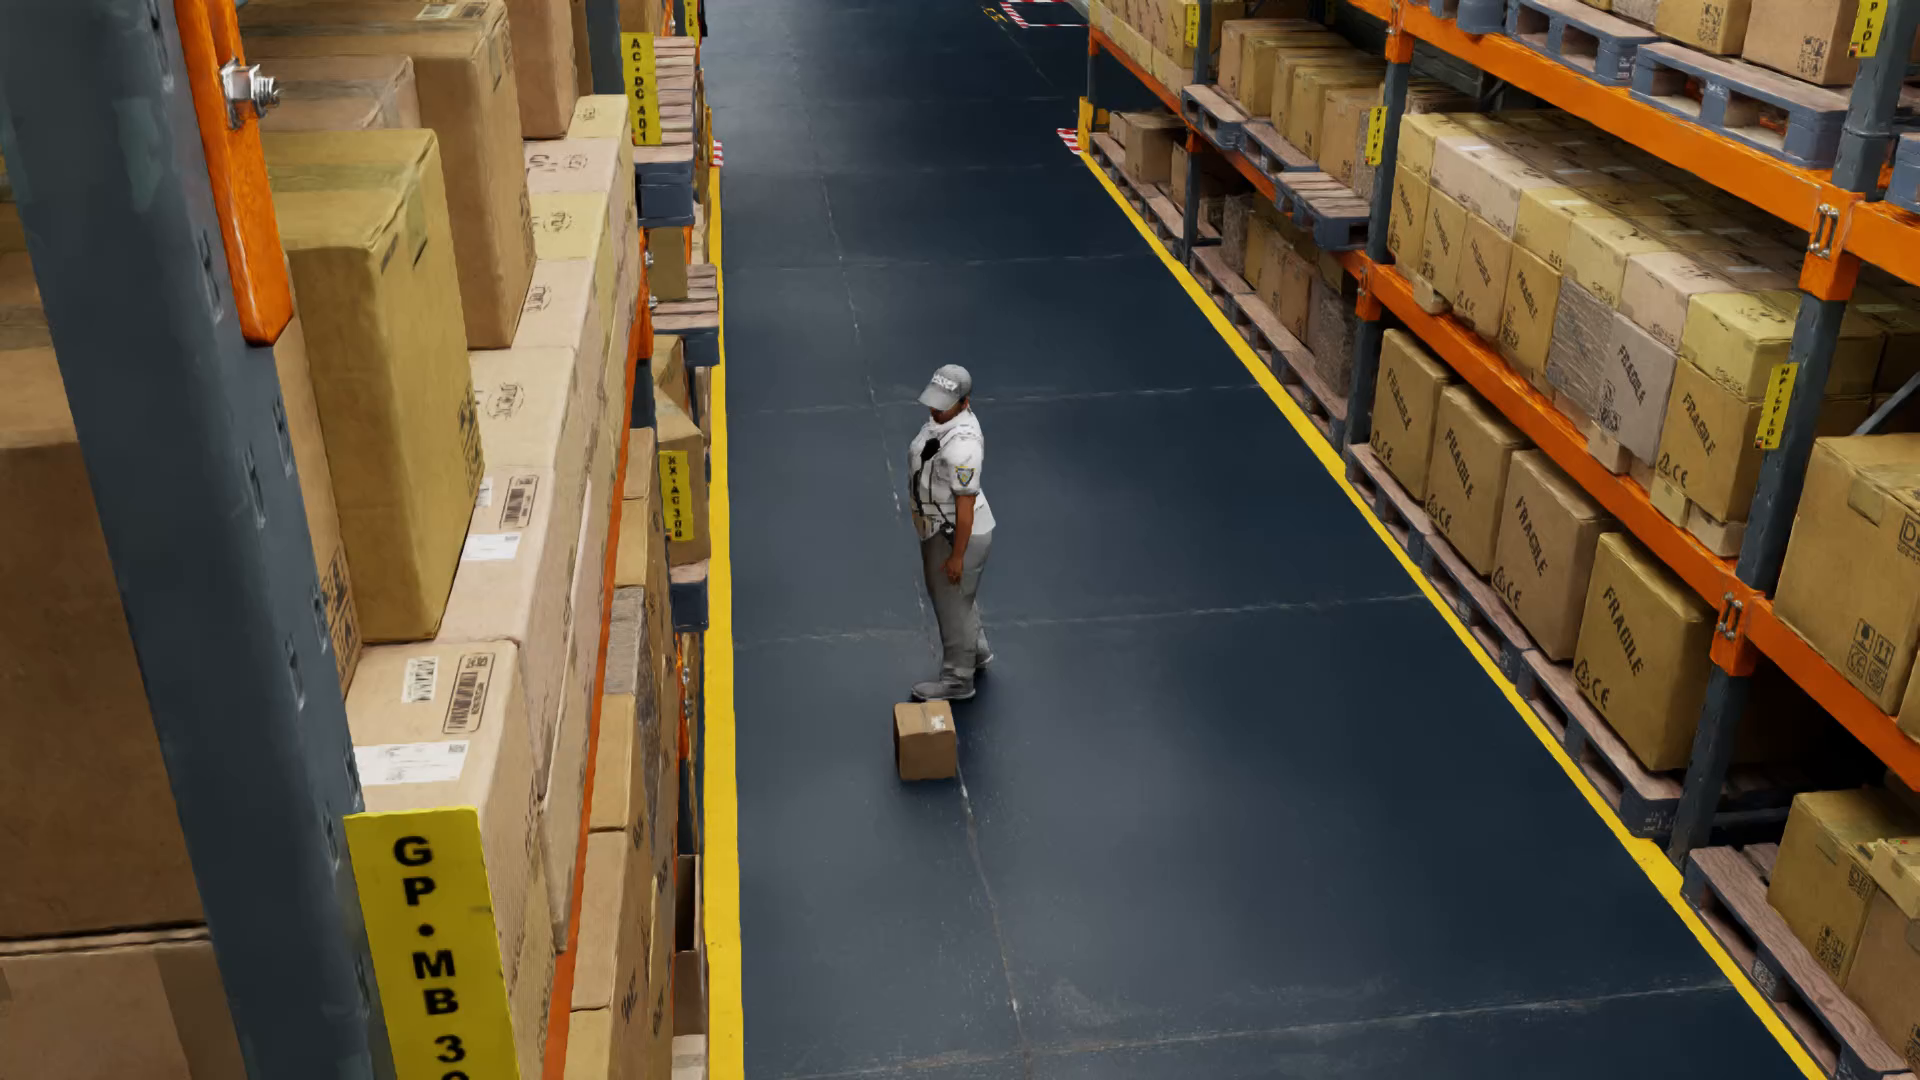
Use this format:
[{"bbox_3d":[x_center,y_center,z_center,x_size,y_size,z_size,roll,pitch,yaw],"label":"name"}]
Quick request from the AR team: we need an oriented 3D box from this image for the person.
[{"bbox_3d":[-0.027,-0.024,7.658,0.434,1.702,0.521,-5,28,-10],"label":"person"}]
